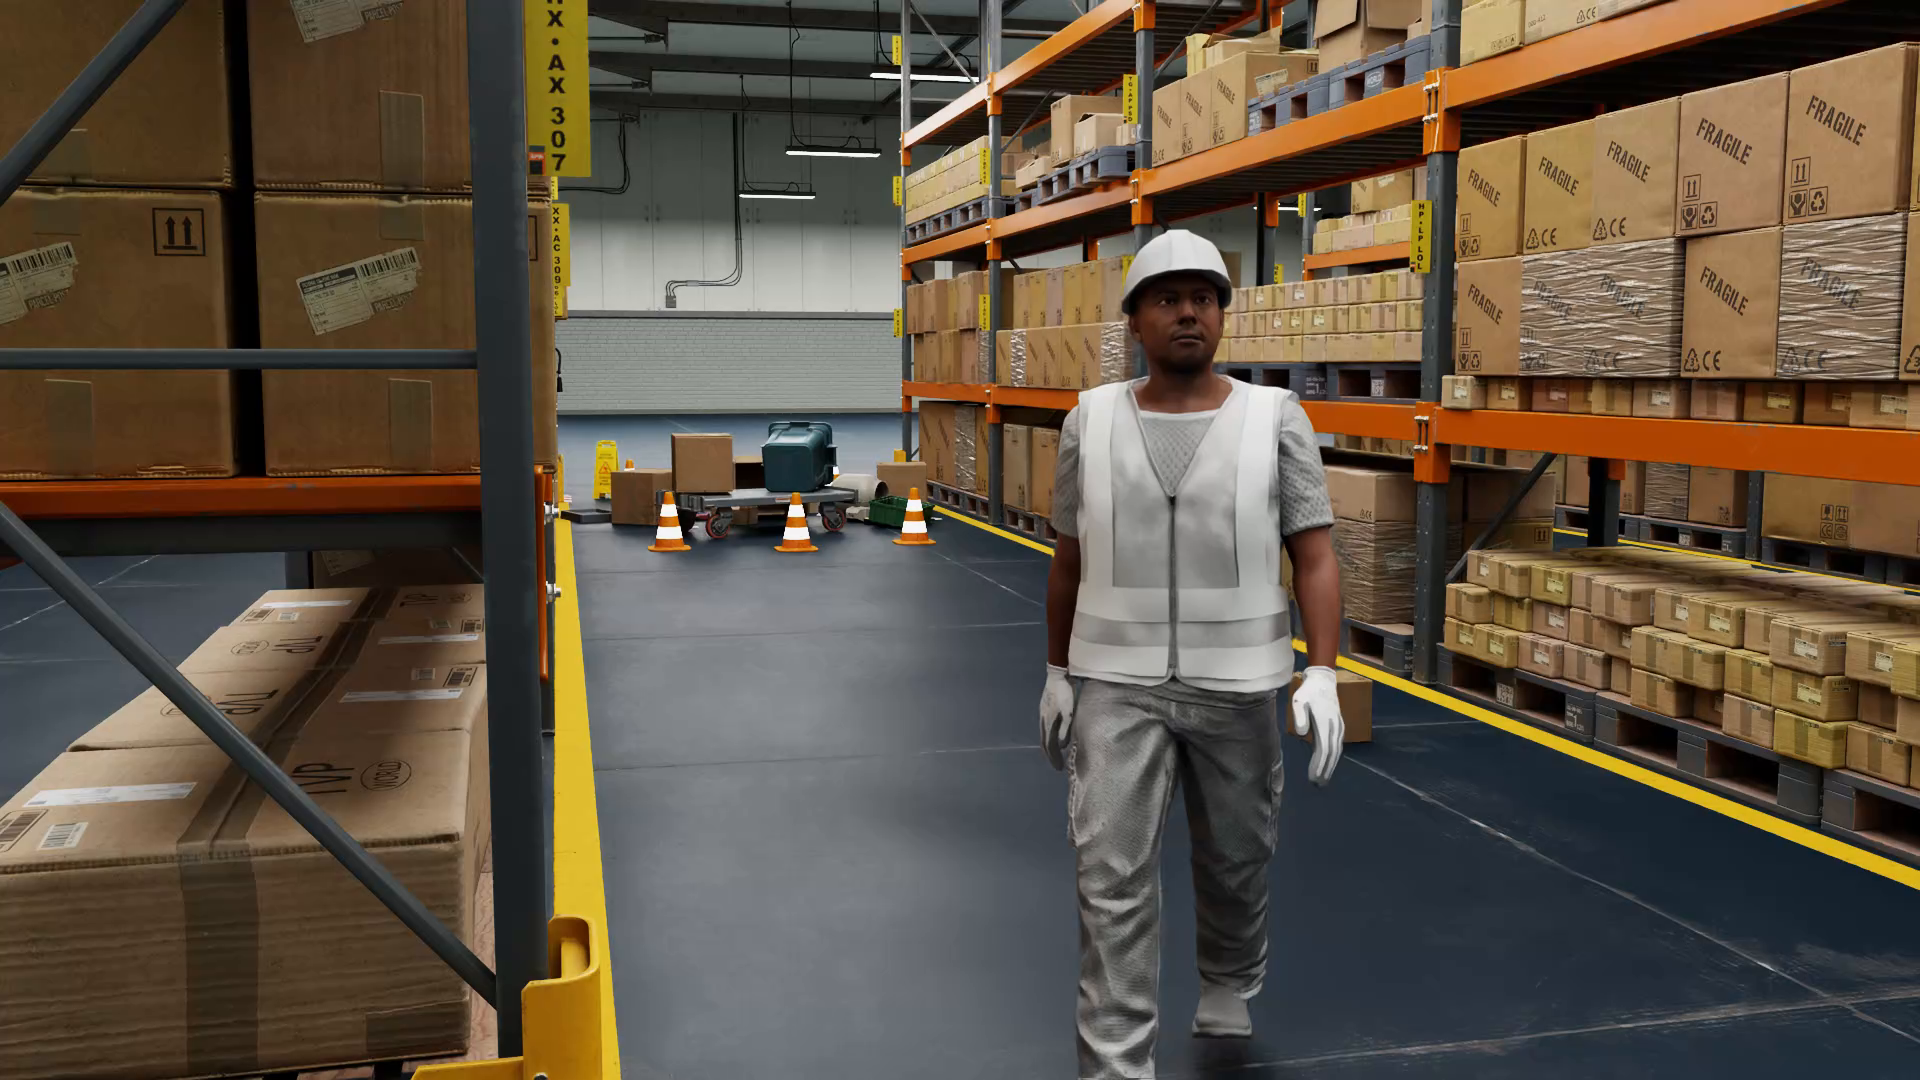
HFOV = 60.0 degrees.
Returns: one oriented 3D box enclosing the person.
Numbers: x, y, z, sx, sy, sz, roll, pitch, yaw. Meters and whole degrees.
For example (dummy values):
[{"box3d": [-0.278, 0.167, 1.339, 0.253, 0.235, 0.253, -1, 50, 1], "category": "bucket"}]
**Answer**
[{"box3d": [0.426, 0.281, 3.186, 0.600, 1.744, 1.018, 1, 6, 10], "category": "person"}]
